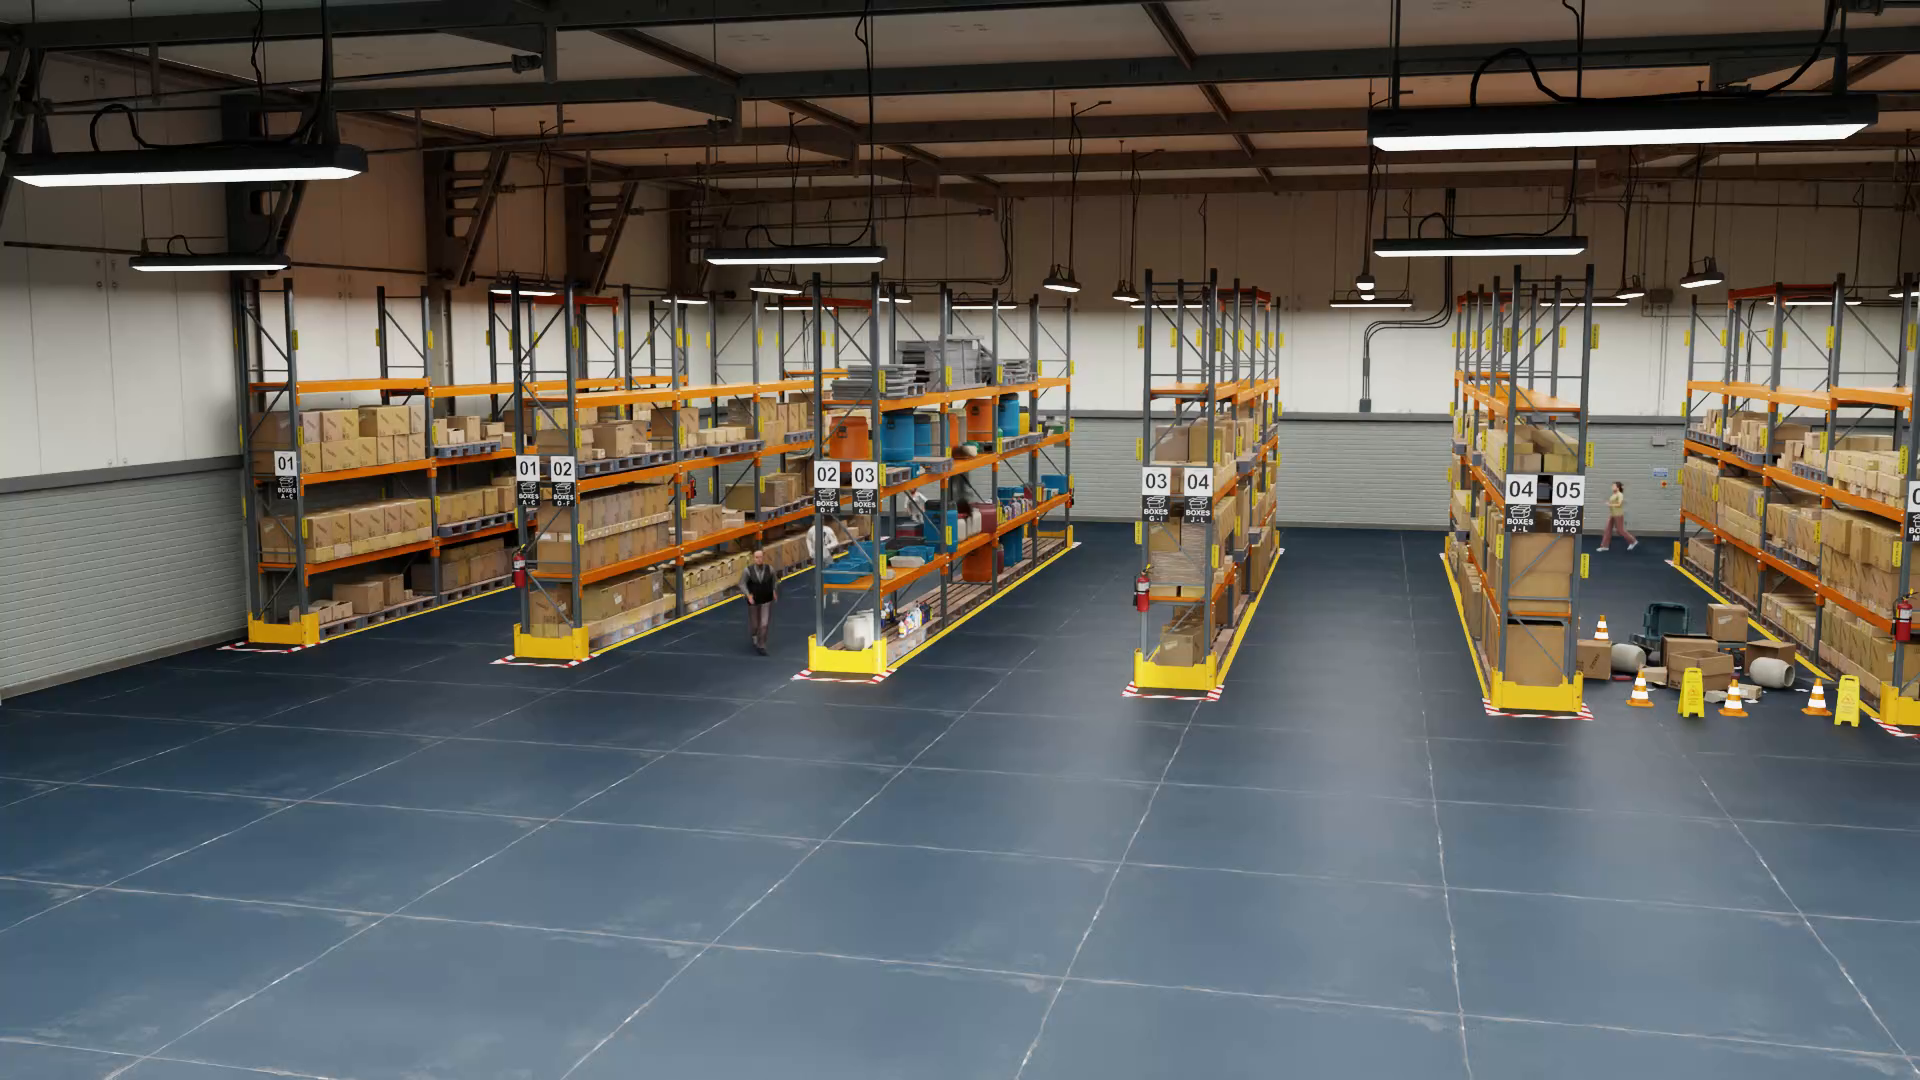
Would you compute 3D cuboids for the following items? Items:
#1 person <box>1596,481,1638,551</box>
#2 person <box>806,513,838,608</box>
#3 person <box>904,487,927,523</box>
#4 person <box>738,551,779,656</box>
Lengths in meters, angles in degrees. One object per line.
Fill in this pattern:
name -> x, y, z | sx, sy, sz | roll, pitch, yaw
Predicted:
person -> 15.517, -0.555, 39.215 | 0.966, 1.657, 0.578 | 0, 7, 1
person -> -2.458, 0.335, 29.547 | 0.614, 1.690, 0.792 | 1, 7, 8
person -> -1.043, -0.622, 40.656 | 0.662, 1.520, 0.498 | 0, 7, 0
person -> -3.233, 0.984, 26.705 | 0.664, 1.675, 0.745 | -1, 7, -12
